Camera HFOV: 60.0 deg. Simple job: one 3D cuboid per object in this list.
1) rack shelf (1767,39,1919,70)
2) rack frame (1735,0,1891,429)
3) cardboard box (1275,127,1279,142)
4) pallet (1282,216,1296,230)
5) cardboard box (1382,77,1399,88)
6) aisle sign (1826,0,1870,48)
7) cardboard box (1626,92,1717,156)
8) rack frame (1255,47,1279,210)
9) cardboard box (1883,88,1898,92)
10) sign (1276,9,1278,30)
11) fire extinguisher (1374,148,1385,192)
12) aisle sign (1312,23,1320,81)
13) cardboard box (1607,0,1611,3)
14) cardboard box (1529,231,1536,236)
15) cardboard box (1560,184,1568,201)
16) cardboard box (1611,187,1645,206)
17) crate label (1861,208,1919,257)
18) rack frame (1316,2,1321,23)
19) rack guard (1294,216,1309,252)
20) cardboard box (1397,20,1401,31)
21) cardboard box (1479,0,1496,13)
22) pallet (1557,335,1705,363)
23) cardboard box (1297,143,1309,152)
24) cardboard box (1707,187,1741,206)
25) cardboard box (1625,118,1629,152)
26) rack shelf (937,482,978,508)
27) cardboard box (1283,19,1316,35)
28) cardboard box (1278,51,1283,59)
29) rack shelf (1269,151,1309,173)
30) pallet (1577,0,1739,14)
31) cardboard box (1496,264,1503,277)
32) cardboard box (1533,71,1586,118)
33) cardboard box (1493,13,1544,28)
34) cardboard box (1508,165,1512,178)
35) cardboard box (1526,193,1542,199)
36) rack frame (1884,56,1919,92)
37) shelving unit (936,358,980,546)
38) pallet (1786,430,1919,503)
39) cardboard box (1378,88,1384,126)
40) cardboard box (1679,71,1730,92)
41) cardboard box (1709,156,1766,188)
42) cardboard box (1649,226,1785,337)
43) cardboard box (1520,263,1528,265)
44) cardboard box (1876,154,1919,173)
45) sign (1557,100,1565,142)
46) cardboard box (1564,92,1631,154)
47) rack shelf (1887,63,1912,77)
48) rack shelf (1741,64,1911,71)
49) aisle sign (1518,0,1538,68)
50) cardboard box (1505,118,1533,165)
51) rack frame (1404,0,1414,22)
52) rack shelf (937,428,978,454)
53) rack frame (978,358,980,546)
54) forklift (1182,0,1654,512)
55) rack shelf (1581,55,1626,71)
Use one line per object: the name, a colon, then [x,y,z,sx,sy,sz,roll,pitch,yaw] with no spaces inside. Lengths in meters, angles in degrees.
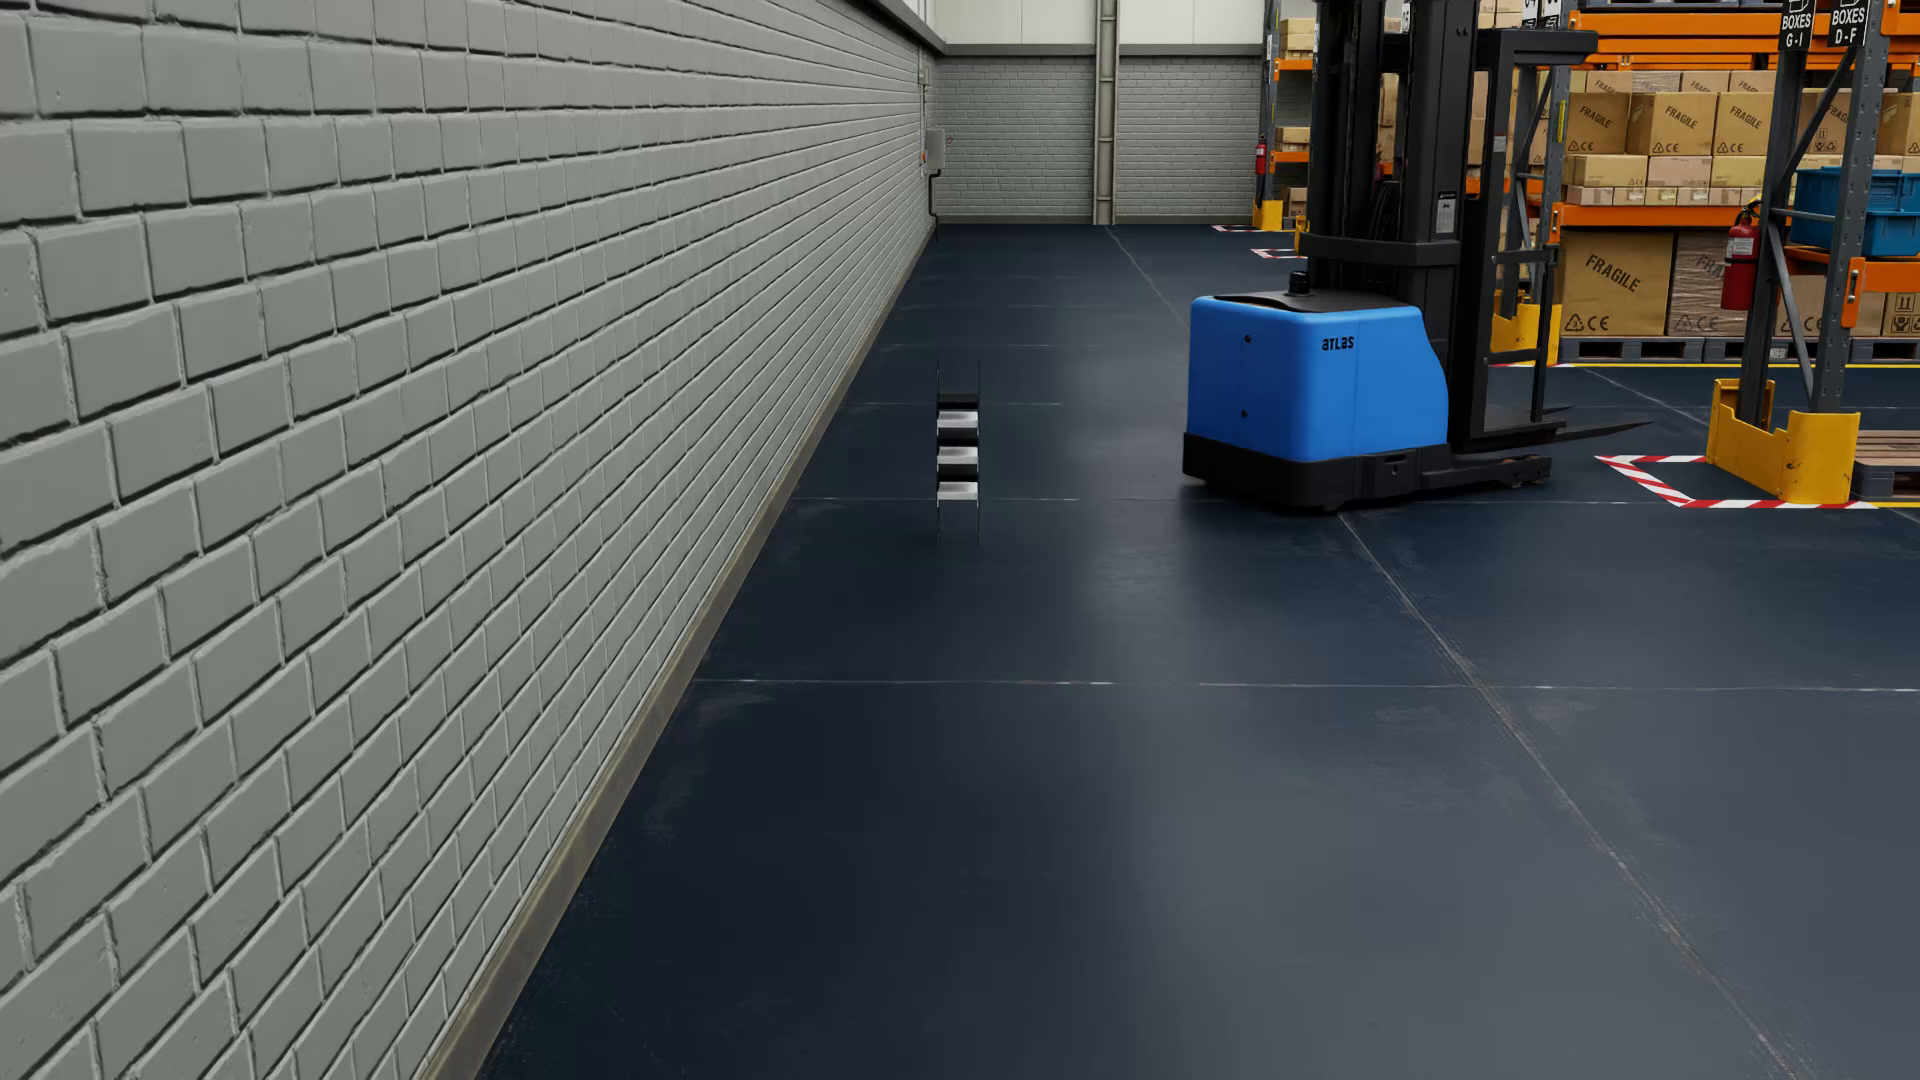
rack shelf: [11.088,-5.387,18.408,4.000,0.370,1.077,0,15,1]
rack frame: [4.736,-1.796,9.268,0.127,3.000,1.000,0,15,1]
cardboard box: [5.705,-6.988,28.659,0.500,0.250,0.500,1,15,3]
pallet: [6.112,-5.499,28.768,1.213,0.211,1.003,0,15,1]
cardboard box: [5.984,-6.345,23.080,0.250,0.149,0.380,1,15,3]
aisle sign: [4.657,-2.978,8.651,0.004,0.787,0.394,0,15,1]
cardboard box: [5.835,-3.418,13.656,0.500,0.500,0.500,0,15,0]
rack frame: [5.239,-6.852,28.433,0.127,3.000,1.000,0,15,1]
cardboard box: [12.590,-6.003,23.057,0.500,0.500,0.500,0,15,0]
sign: [5.225,-8.587,27.414,0.005,0.325,0.100,0,15,1]
fire extinguisher: [4.850,-4.225,19.357,0.183,0.674,0.296,0,15,1]
aisle sign: [5.052,-6.923,23.605,0.004,0.787,0.394,0,15,1]
cardboard box: [7.055,-5.862,18.111,0.500,0.250,0.500,0,15,-1]
cardboard box: [6.665,-3.506,19.348,0.250,0.149,0.380,1,15,4]
cardboard box: [5.227,-3.020,14.397,0.250,0.149,0.380,1,15,2]
cardboard box: [5.466,-2.850,13.755,0.250,0.149,0.380,0,15,1]
crate label: [4.975,-1.659,8.958,0.303,0.233,0.416,0,15,1]
rack frame: [5.116,-8.487,22.869,0.127,3.000,1.000,0,15,1]
rack guard: [5.092,-4.378,23.954,0.348,0.500,1.175,0,15,1]
cardboard box: [6.198,-7.101,22.969,0.250,0.149,0.380,1,15,3]
cardboard box: [5.533,-5.874,18.158,0.500,0.250,0.500,1,15,2]
pallet: [5.664,-1.726,14.467,1.213,0.211,1.003,0,15,1]
cardboard box: [5.816,-6.669,28.230,0.250,0.149,0.380,1,15,3]
cardboard box: [6.236,-2.845,13.737,0.250,0.149,0.380,0,15,0]
cardboard box: [7.582,-4.428,18.464,0.500,0.500,0.500,0,15,1]
rack shelf: [-0.008,-0.229,8.280,0.200,0.077,0.258,0,15,1]
cardboard box: [5.676,-8.549,27.714,0.500,0.250,0.500,0,15,1]
cardboard box: [5.565,-8.238,28.298,0.250,0.149,0.380,1,15,3]
rack shelf: [7.238,-6.492,28.475,4.000,0.370,1.077,0,15,1]
pallet: [5.605,-4.465,13.676,1.213,0.211,1.003,0,15,1]
cardboard box: [6.118,-3.082,18.908,0.250,0.149,0.380,1,15,2]
cardboard box: [6.556,-4.918,18.361,0.500,0.500,0.500,0,15,0]
cardboard box: [6.059,-5.629,18.209,0.500,0.250,0.500,1,15,3]
cardboard box: [6.192,-4.143,18.656,0.250,0.149,0.380,1,15,4]
cardboard box: [9.715,-5.760,28.370,0.500,0.500,0.500,1,15,4]
rack frame: [13.113,-5.534,23.437,0.127,3.000,1.000,0,15,1]
shelving unit: [-0.008,-0.435,8.225,0.210,0.900,0.258,0,15,1]
pallet: [5.560,-0.433,9.566,1.213,0.211,1.003,0,15,1]
cardboard box: [5.588,-6.043,23.207,0.500,0.500,0.500,0,15,0]
cardboard box: [8.095,-4.909,18.328,0.500,0.500,0.500,0,15,0]
cardboard box: [6.358,-3.053,13.742,0.500,0.250,0.500,0,15,0]
cardboard box: [6.414,-2.245,14.312,0.875,0.875,0.875,0,15,1]
cardboard box: [6.381,-3.199,18.766,0.250,0.149,0.380,1,15,3]
cardboard box: [7.896,-3.043,13.706,0.500,0.250,0.500,1,15,3]
sign: [4.843,-3.375,13.399,0.005,0.325,0.100,0,15,1]
cardboard box: [5.356,-3.557,14.183,0.500,0.500,0.500,1,15,2]
rack shelf: [15.113,-6.624,23.097,4.000,0.370,1.077,0,15,1]
rack shelf: [15.236,-7.890,27.895,4.000,0.370,1.077,0,15,1]
aisle sign: [4.798,-4.393,14.016,0.004,0.787,0.394,0,15,1]
cardboard box: [6.068,-4.445,18.530,0.500,0.500,0.500,0,15,2]
rack frame: [5.090,-7.224,18.082,0.127,3.000,1.000,0,15,1]
rack shelf: [-0.008,-0.490,8.211,0.200,0.077,0.258,0,15,1]
rack frame: [0.094,-0.435,8.223,0.006,0.900,0.240,0,15,1]
forklift: [2.808,-1.818,9.487,3.031,2.935,1.130,-8,17,-29]
rack shelf: [7.115,-6.676,23.294,4.000,0.370,1.077,0,15,1]
